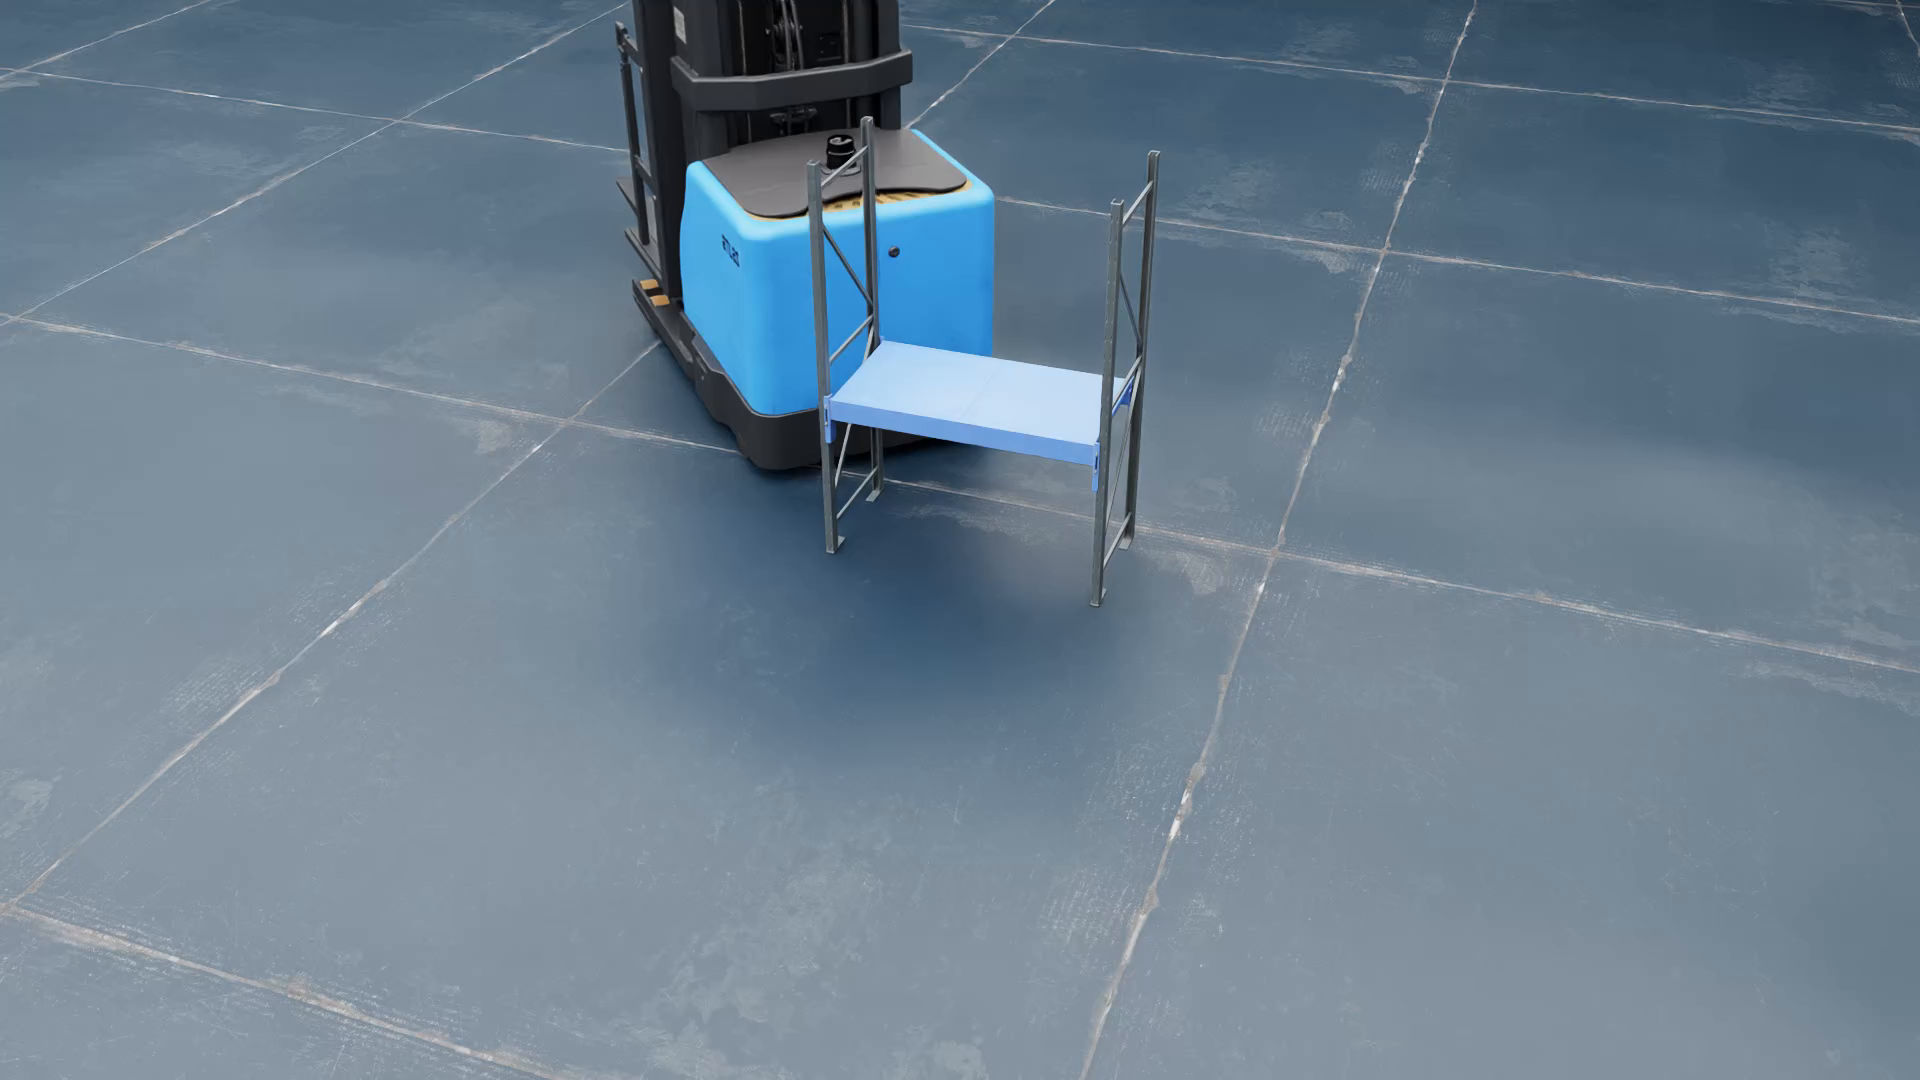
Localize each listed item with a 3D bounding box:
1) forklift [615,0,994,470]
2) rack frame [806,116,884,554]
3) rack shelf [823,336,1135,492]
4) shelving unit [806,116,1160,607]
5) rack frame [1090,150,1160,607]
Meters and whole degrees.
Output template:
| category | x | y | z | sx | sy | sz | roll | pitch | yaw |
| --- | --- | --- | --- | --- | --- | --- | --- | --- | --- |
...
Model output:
| category | x | y | z | sx | sy | sz | roll | pitch | yaw |
| --- | --- | --- | --- | --- | --- | --- | --- | --- | --- |
| forklift | -0.906 | -2.292 | 7.098 | 1.130 | 2.935 | 3.031 | -13 | 35 | -20 |
| rack frame | -0.398 | -0.708 | 5.963 | 0.032 | 1.500 | 0.500 | 11 | 34 | 16 |
| rack shelf | 0.080 | -0.463 | 5.917 | 1.000 | 0.185 | 0.538 | 11 | 34 | 16 |
| shelving unit | 0.080 | -0.614 | 5.819 | 1.048 | 1.500 | 0.538 | 11 | 34 | 16 |
| rack frame | 0.559 | -0.521 | 5.675 | 0.032 | 1.500 | 0.500 | 11 | 34 | 16 |
